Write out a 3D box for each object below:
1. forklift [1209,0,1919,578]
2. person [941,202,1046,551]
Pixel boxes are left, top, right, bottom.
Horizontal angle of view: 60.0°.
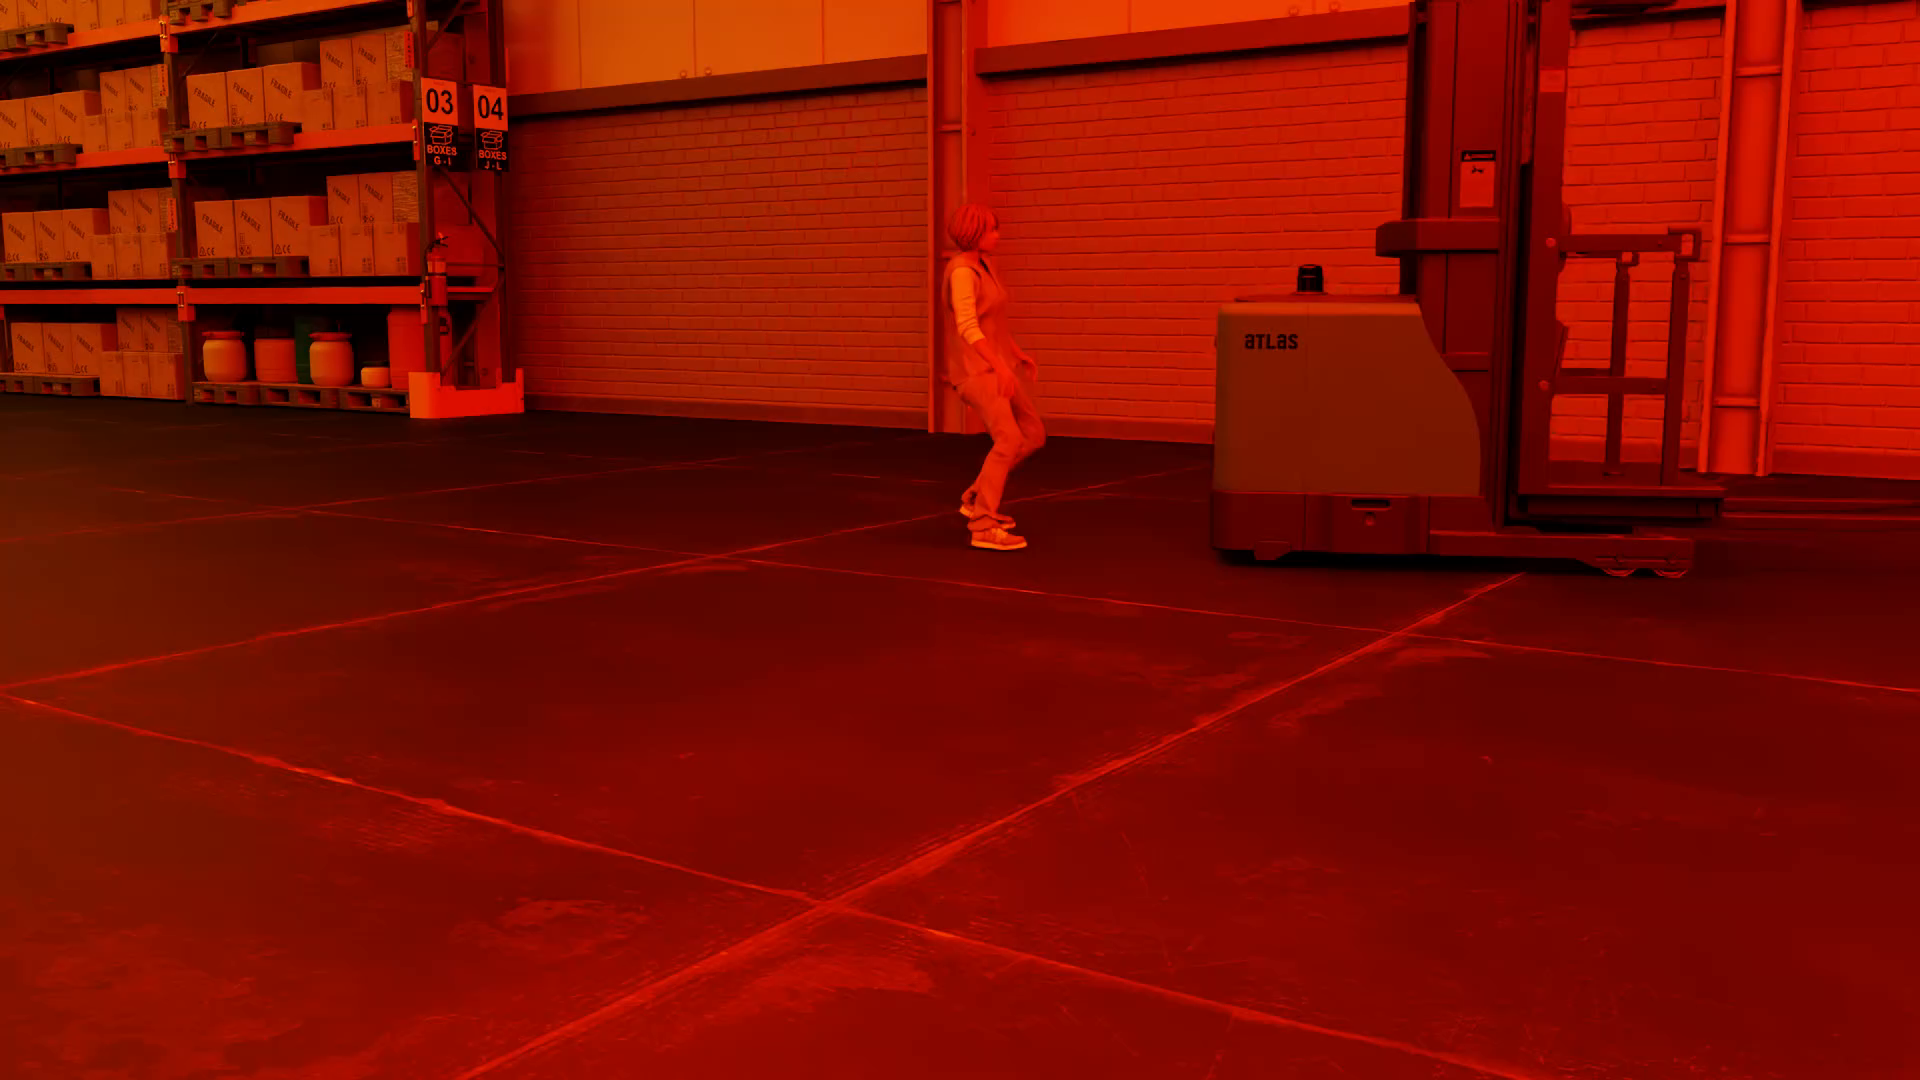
[{"bbox_3d":[2.601,-1.380,6.900,3.031,2.935,1.130,1,8,9],"label":"forklift"},{"bbox_3d":[0.149,-0.745,7.443,0.460,1.512,0.640,2,8,16],"label":"person"}]
